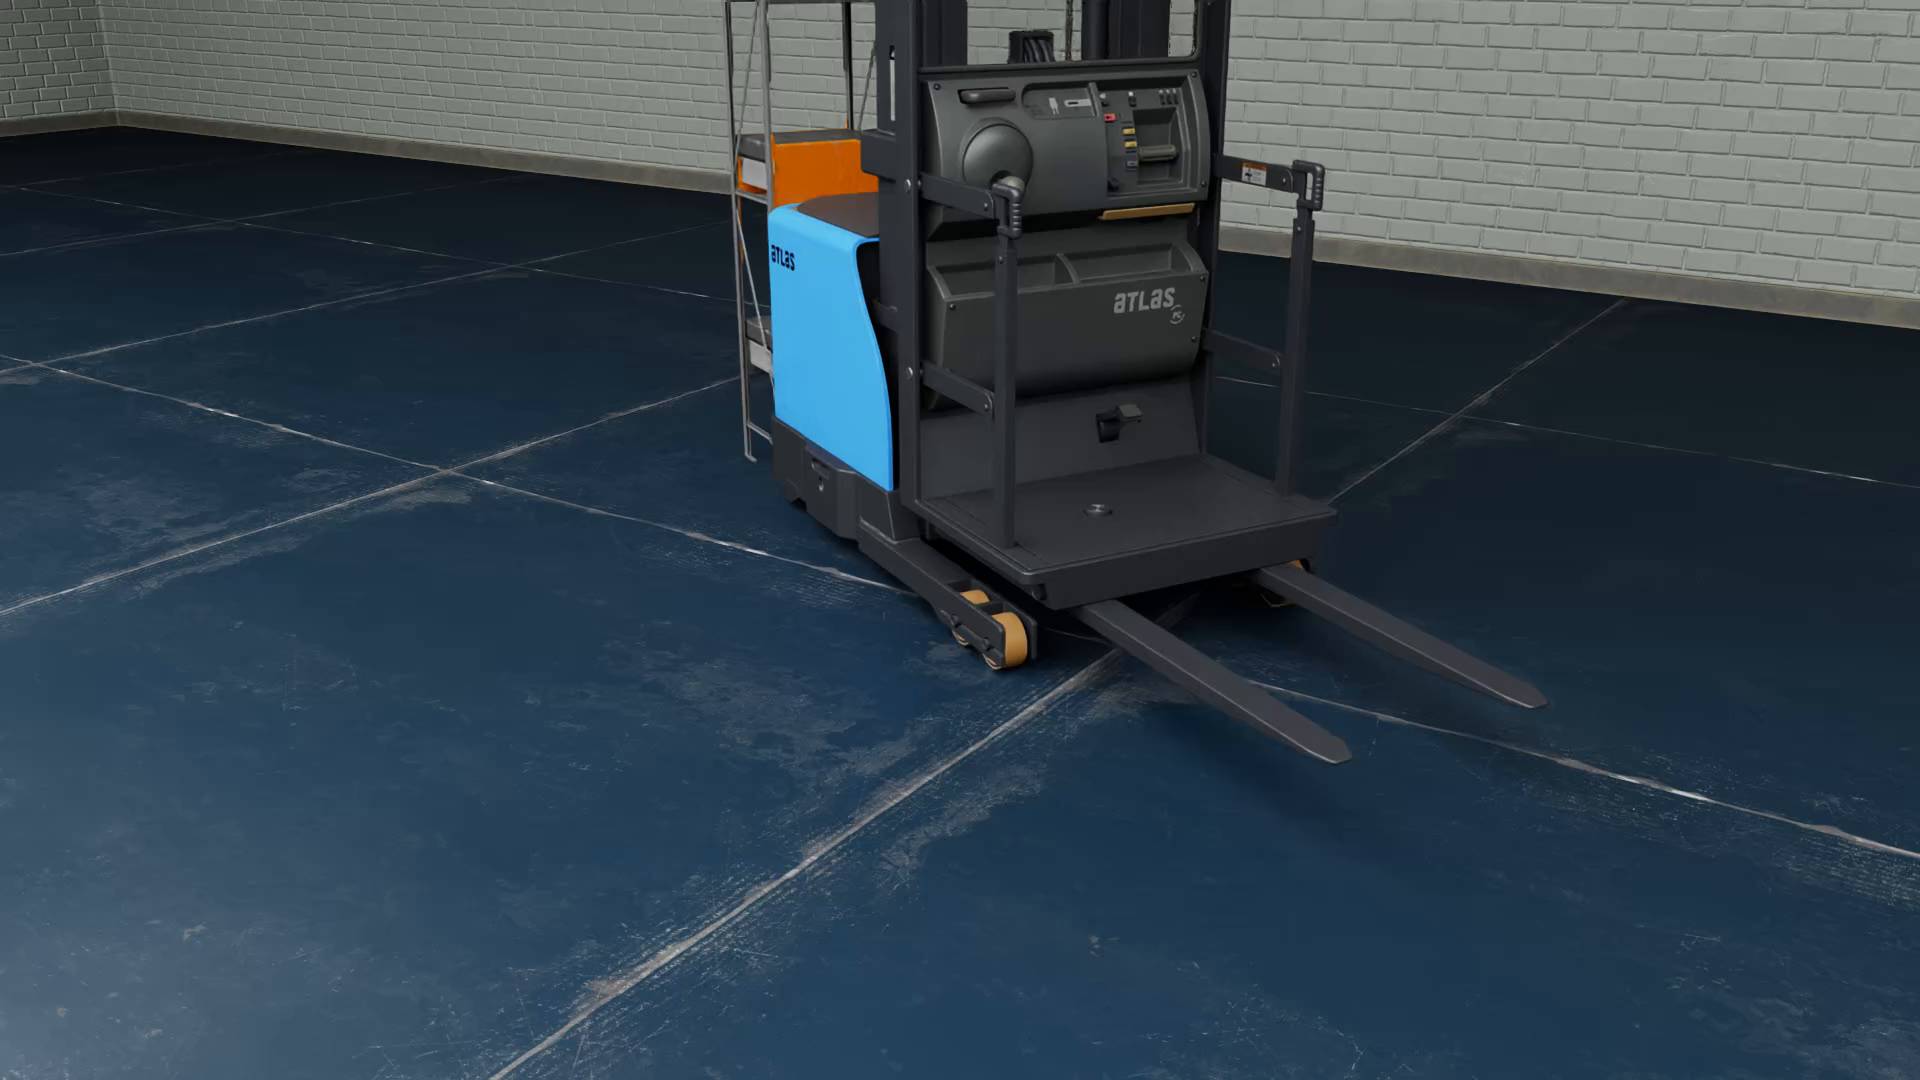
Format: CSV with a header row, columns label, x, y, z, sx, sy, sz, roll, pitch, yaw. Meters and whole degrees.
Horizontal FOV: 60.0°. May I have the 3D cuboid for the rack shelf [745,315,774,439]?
label,x,y,z,sx,sy,sz,roll,pitch,yaw
rack shelf,-0.548,-0.633,6.499,0.480,0.518,0.431,-10,22,-26

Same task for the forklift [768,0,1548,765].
label,x,y,z,sx,sy,sz,roll,pitch,yaw
forklift,0.436,-1.180,4.729,1.130,2.935,3.031,-10,23,-26

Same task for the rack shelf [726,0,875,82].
label,x,y,z,sx,sy,sz,roll,pitch,yaw
rack shelf,-0.556,-1.952,6.028,0.480,0.518,0.431,-10,22,-26

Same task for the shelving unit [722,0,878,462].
label,x,y,z,sx,sy,sz,roll,pitch,yaw
shelving unit,-0.552,-1.305,6.259,0.503,2.100,0.431,-10,22,-26

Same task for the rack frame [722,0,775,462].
label,x,y,z,sx,sy,sz,roll,pitch,yaw
rack frame,-0.768,-1.266,6.151,0.015,2.100,0.400,-10,22,-26

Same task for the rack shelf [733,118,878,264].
label,x,y,z,sx,sy,sz,roll,pitch,yaw
rack shelf,-0.552,-1.293,6.264,0.480,0.518,0.431,-10,22,-26

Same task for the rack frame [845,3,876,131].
label,x,y,z,sx,sy,sz,roll,pitch,yaw
rack frame,-0.337,-1.345,6.367,0.015,2.100,0.400,-10,22,-26
